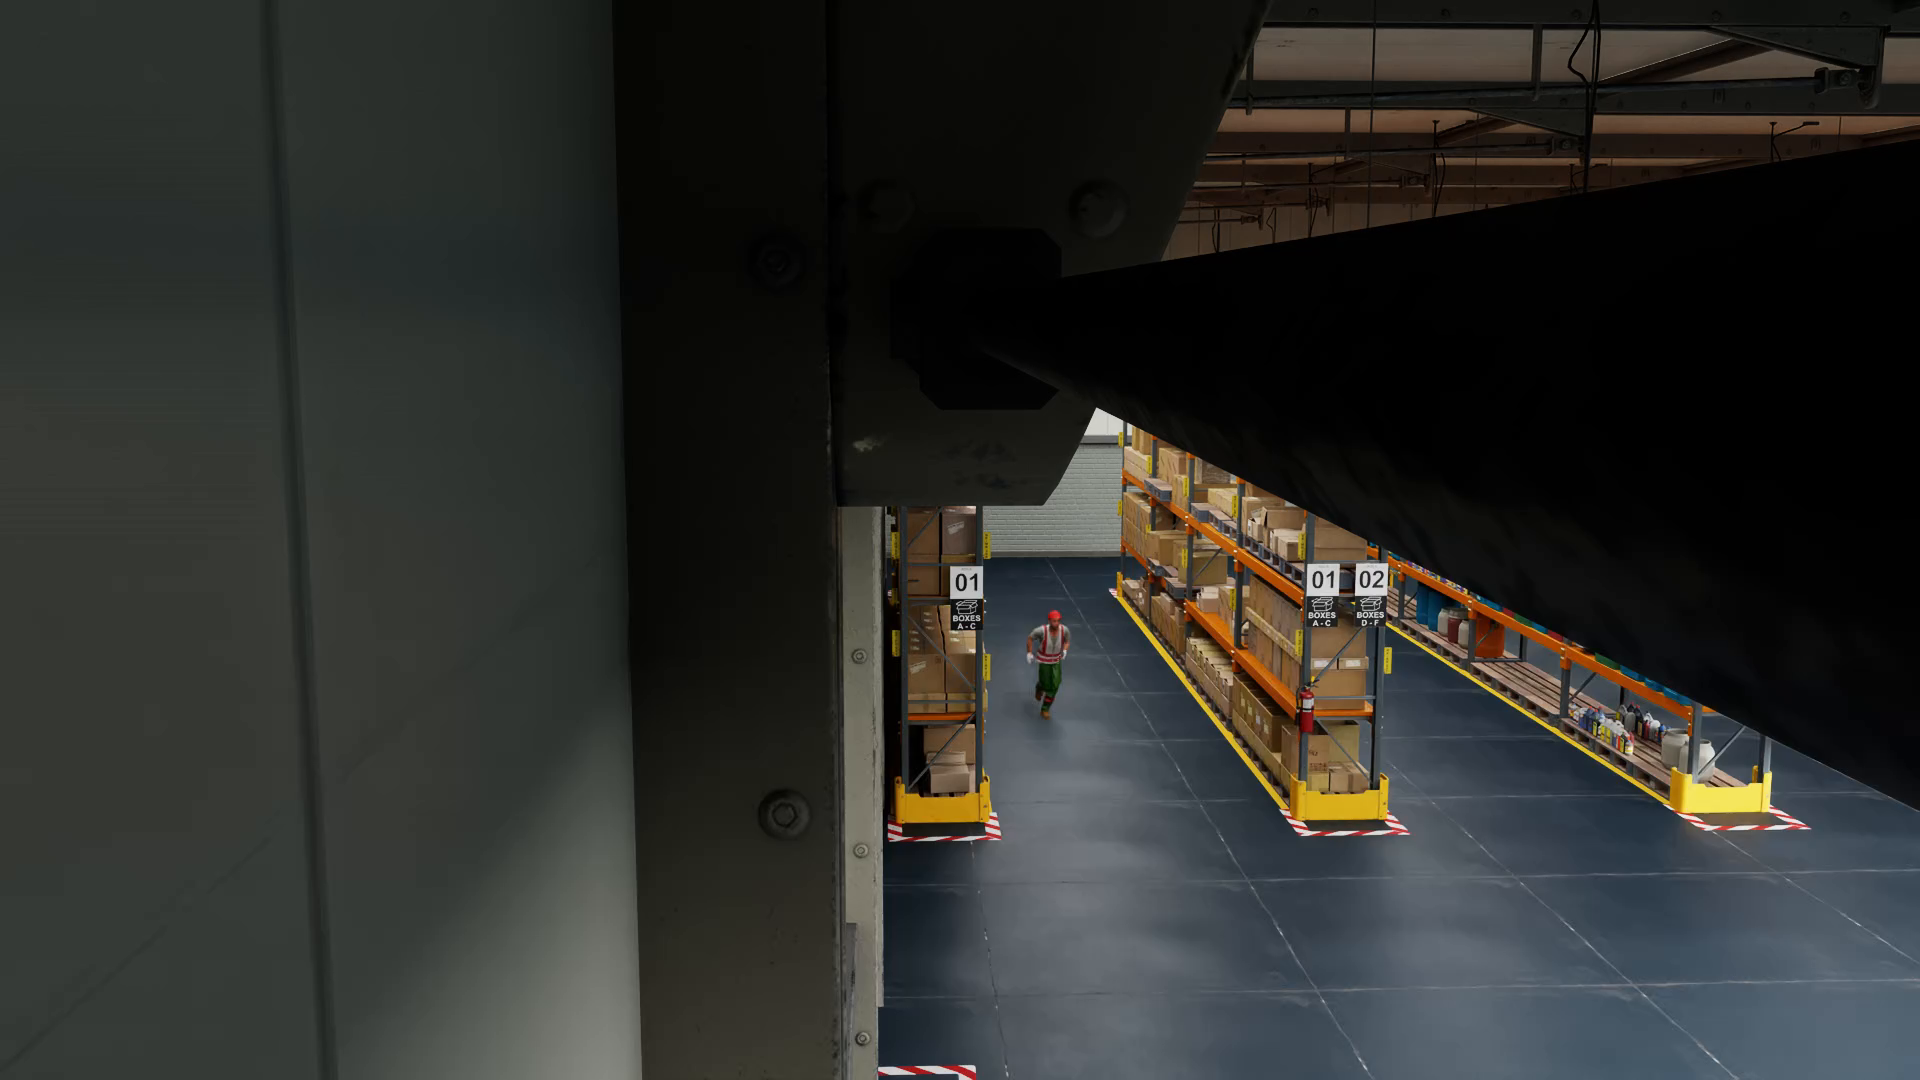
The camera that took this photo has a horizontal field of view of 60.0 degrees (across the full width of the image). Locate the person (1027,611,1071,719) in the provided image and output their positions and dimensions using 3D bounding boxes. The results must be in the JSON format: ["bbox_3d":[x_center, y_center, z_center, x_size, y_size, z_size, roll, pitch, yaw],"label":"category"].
[{"bbox_3d":[1.371,1.899,25.708,0.652,1.713,0.760,-3,9,-21],"label":"person"}]
